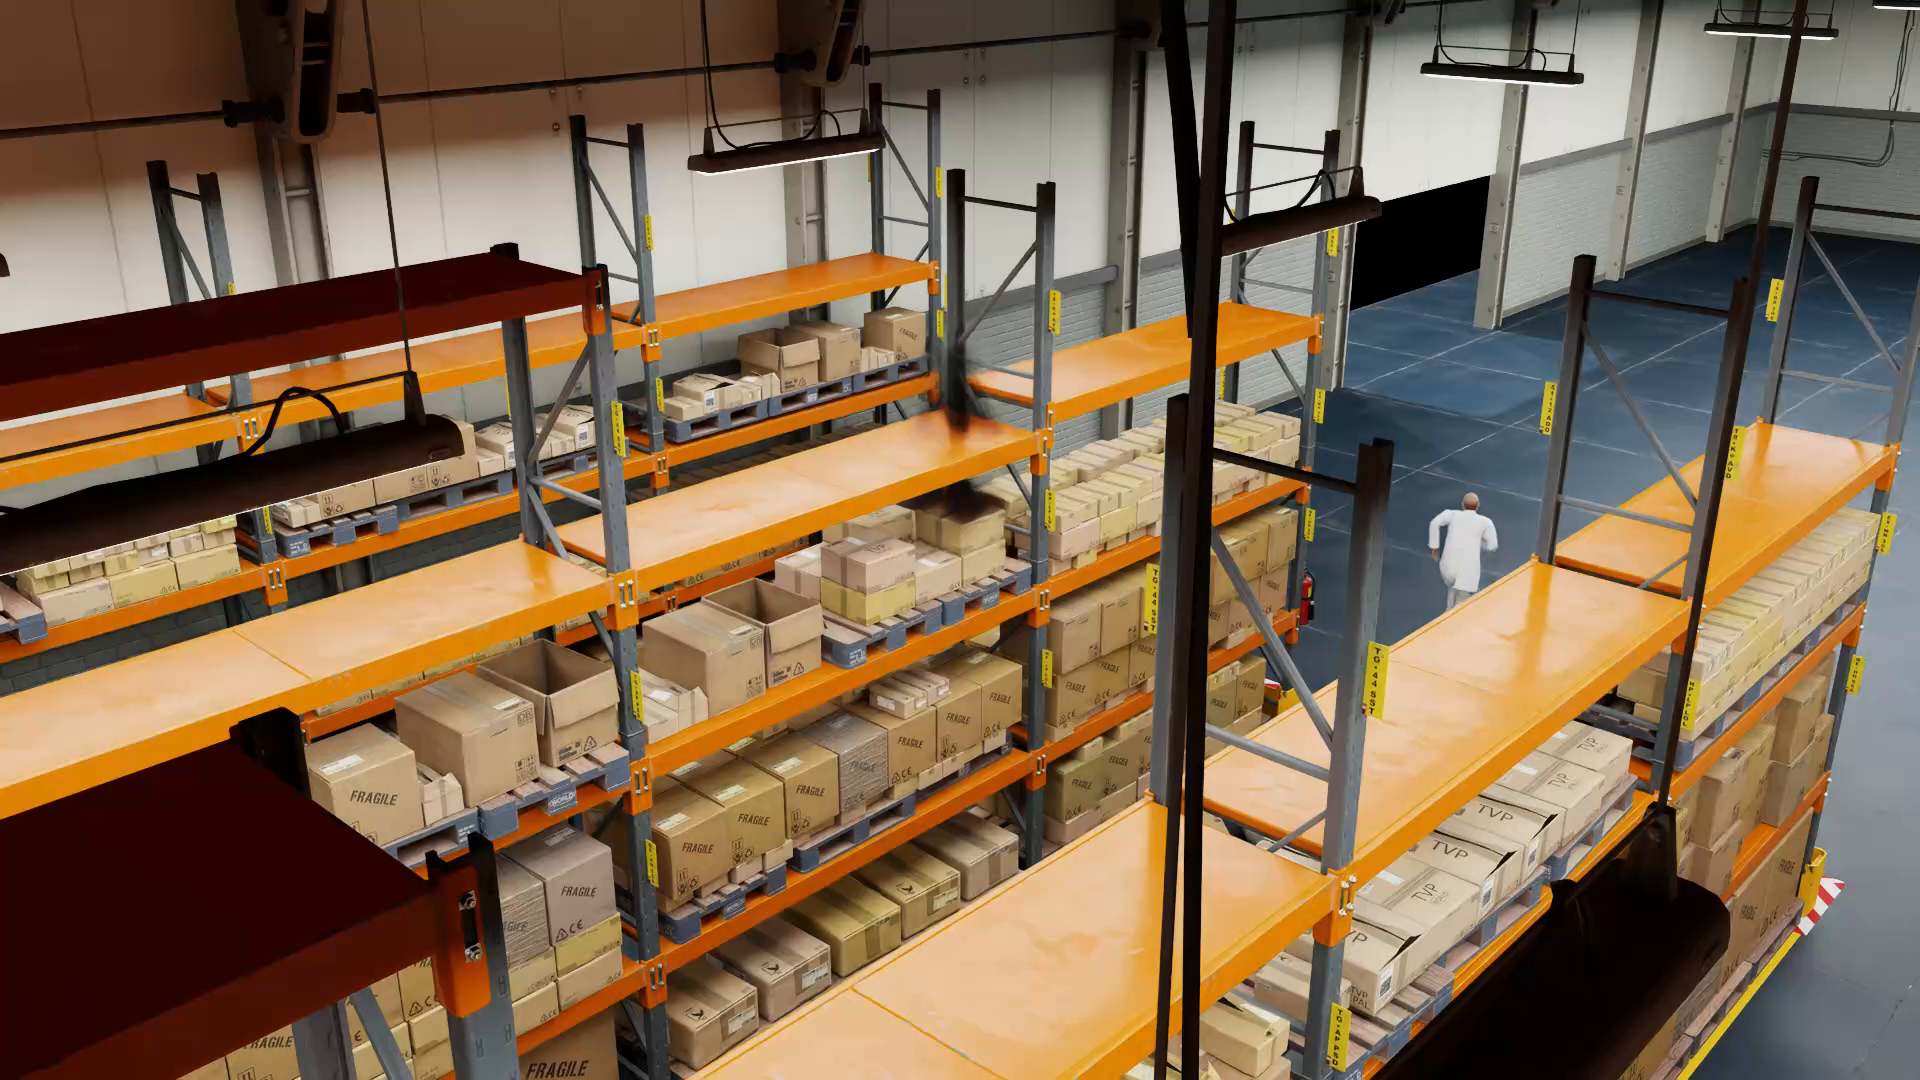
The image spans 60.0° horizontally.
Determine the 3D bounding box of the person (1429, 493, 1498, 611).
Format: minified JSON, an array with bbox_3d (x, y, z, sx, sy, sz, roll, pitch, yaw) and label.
[{"bbox_3d":[5.610,0.407,18.724,0.752,1.744,1.069,8,23,20],"label":"person"}]
